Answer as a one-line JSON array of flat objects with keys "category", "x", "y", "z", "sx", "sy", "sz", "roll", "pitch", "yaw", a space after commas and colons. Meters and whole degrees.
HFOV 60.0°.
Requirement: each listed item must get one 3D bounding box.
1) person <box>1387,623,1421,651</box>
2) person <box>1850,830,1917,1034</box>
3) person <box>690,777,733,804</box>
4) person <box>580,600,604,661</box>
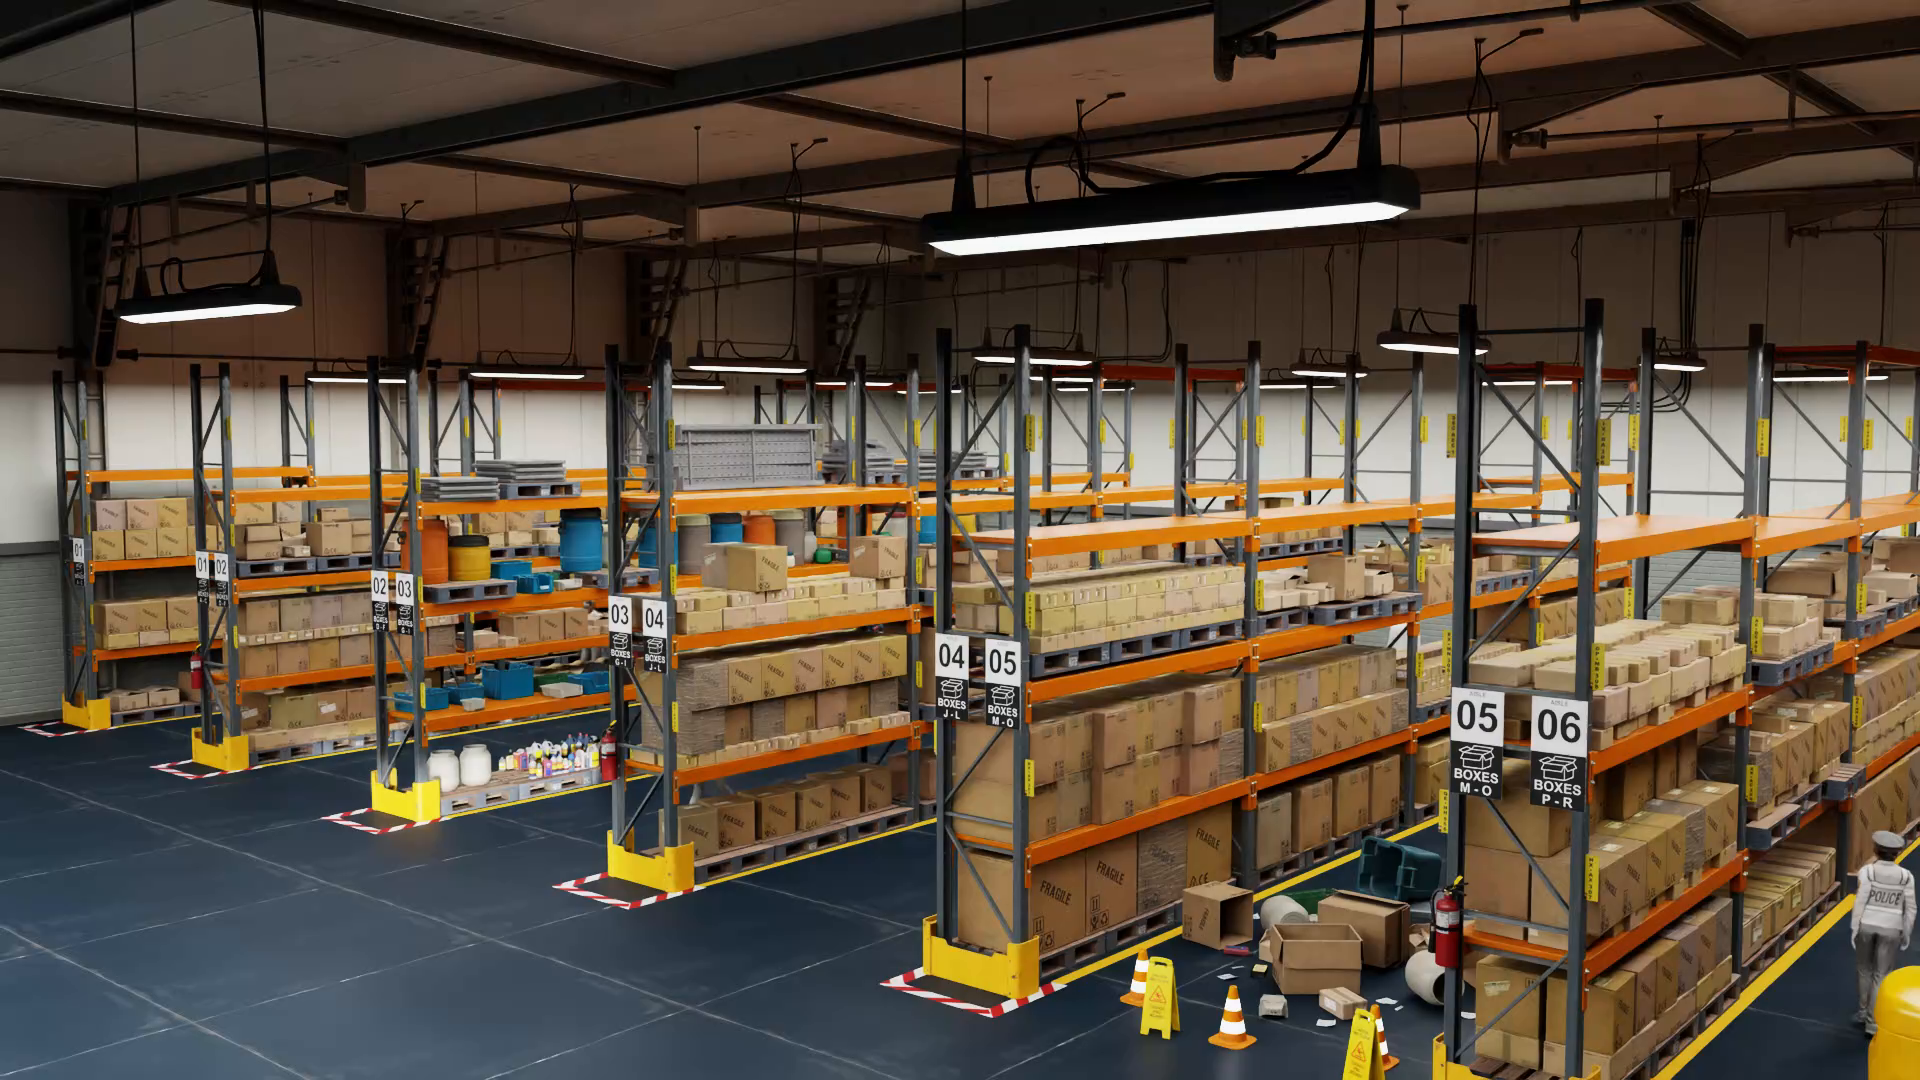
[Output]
[{"category": "person", "x": 7.884, "y": 2.140, "z": 29.553, "sx": 0.638, "sy": 1.779, "sz": 0.532, "roll": 1, "pitch": 4, "yaw": 11}, {"category": "person", "x": 7.787, "y": 3.341, "z": 14.045, "sx": 0.469, "sy": 1.732, "sz": 0.580, "roll": 3, "pitch": 5, "yaw": 37}, {"category": "person", "x": -3.247, "y": 2.835, "z": 21.212, "sx": 0.905, "sy": 1.560, "sz": 0.438, "roll": -3, "pitch": 5, "yaw": -33}, {"category": "person", "x": -7.060, "y": 1.989, "z": 32.135, "sx": 0.626, "sy": 1.742, "sz": 0.637, "roll": 2, "pitch": 5, "yaw": 29}]
